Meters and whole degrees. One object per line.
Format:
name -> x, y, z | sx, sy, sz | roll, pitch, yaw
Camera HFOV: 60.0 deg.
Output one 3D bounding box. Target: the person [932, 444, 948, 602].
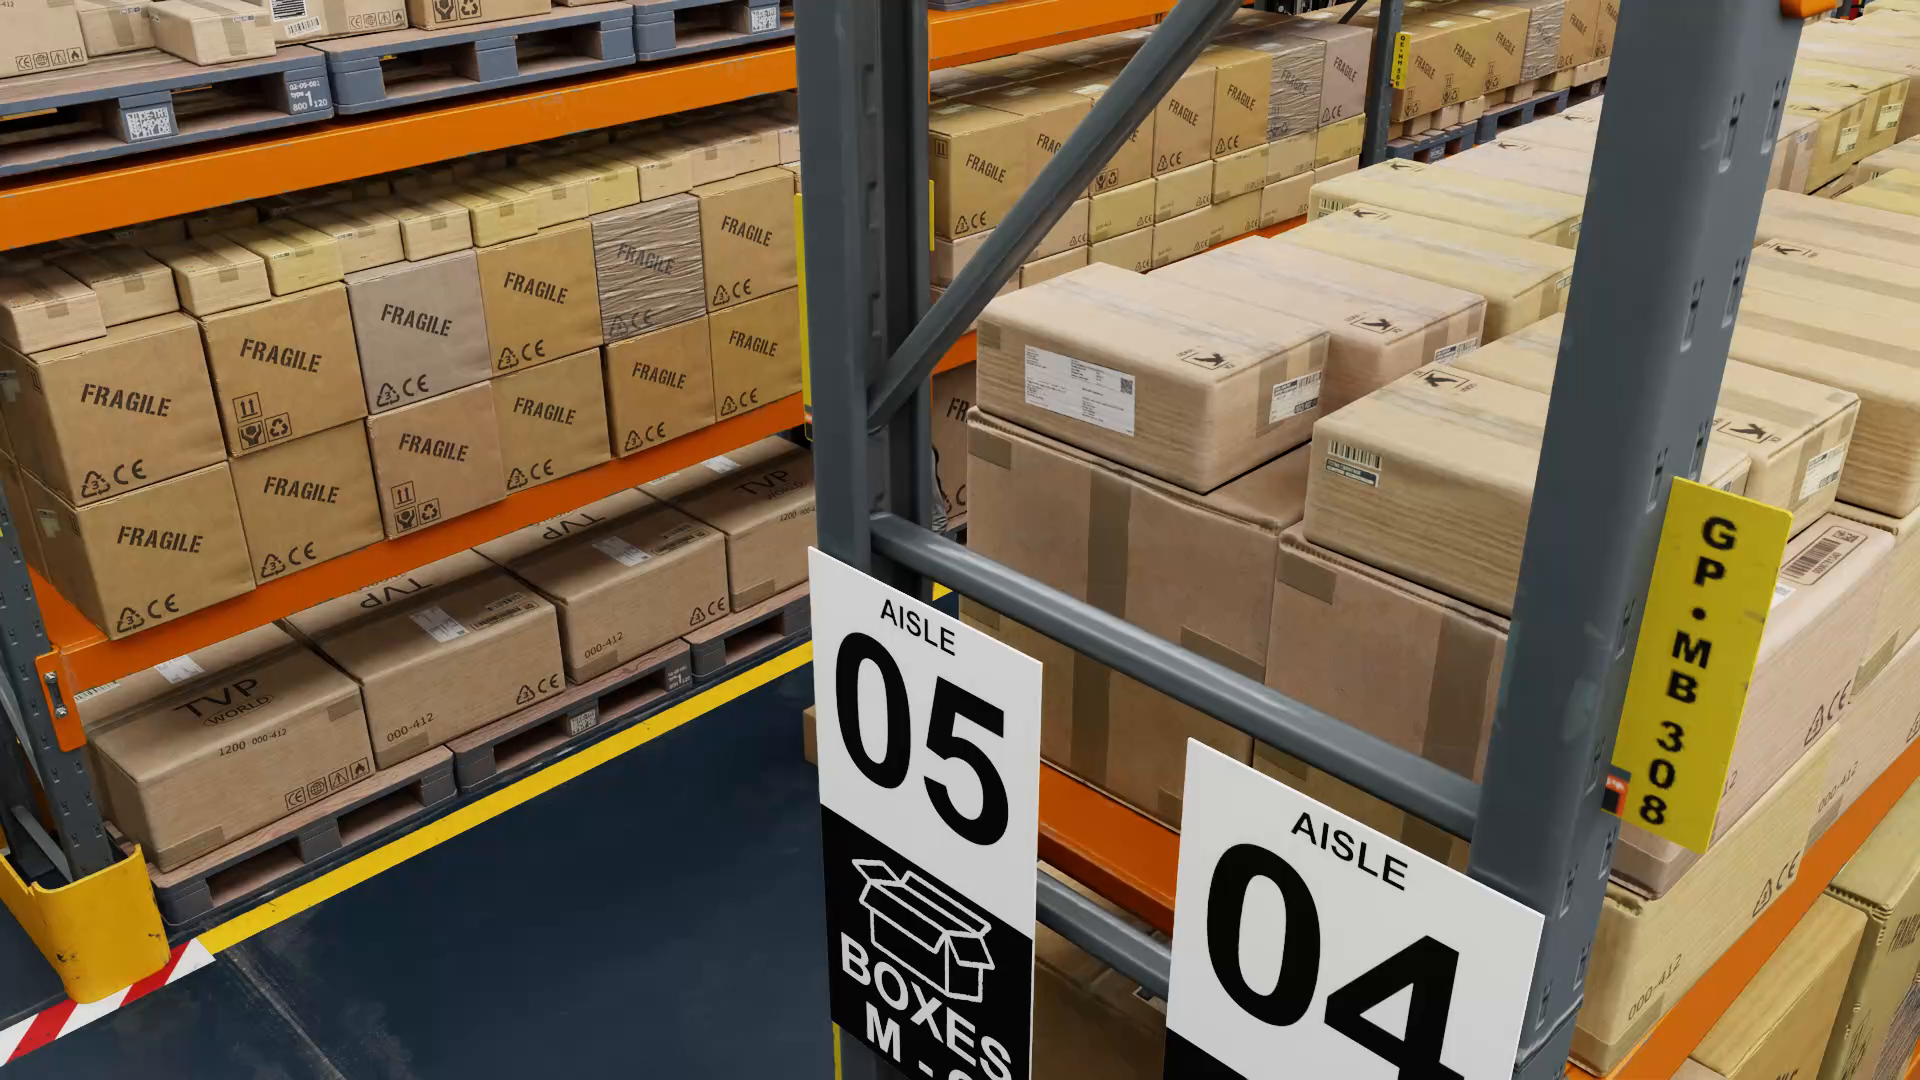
person -> -0.297, 0.088, 6.979 | 0.579, 1.719, 0.418 | 23, 35, 37
